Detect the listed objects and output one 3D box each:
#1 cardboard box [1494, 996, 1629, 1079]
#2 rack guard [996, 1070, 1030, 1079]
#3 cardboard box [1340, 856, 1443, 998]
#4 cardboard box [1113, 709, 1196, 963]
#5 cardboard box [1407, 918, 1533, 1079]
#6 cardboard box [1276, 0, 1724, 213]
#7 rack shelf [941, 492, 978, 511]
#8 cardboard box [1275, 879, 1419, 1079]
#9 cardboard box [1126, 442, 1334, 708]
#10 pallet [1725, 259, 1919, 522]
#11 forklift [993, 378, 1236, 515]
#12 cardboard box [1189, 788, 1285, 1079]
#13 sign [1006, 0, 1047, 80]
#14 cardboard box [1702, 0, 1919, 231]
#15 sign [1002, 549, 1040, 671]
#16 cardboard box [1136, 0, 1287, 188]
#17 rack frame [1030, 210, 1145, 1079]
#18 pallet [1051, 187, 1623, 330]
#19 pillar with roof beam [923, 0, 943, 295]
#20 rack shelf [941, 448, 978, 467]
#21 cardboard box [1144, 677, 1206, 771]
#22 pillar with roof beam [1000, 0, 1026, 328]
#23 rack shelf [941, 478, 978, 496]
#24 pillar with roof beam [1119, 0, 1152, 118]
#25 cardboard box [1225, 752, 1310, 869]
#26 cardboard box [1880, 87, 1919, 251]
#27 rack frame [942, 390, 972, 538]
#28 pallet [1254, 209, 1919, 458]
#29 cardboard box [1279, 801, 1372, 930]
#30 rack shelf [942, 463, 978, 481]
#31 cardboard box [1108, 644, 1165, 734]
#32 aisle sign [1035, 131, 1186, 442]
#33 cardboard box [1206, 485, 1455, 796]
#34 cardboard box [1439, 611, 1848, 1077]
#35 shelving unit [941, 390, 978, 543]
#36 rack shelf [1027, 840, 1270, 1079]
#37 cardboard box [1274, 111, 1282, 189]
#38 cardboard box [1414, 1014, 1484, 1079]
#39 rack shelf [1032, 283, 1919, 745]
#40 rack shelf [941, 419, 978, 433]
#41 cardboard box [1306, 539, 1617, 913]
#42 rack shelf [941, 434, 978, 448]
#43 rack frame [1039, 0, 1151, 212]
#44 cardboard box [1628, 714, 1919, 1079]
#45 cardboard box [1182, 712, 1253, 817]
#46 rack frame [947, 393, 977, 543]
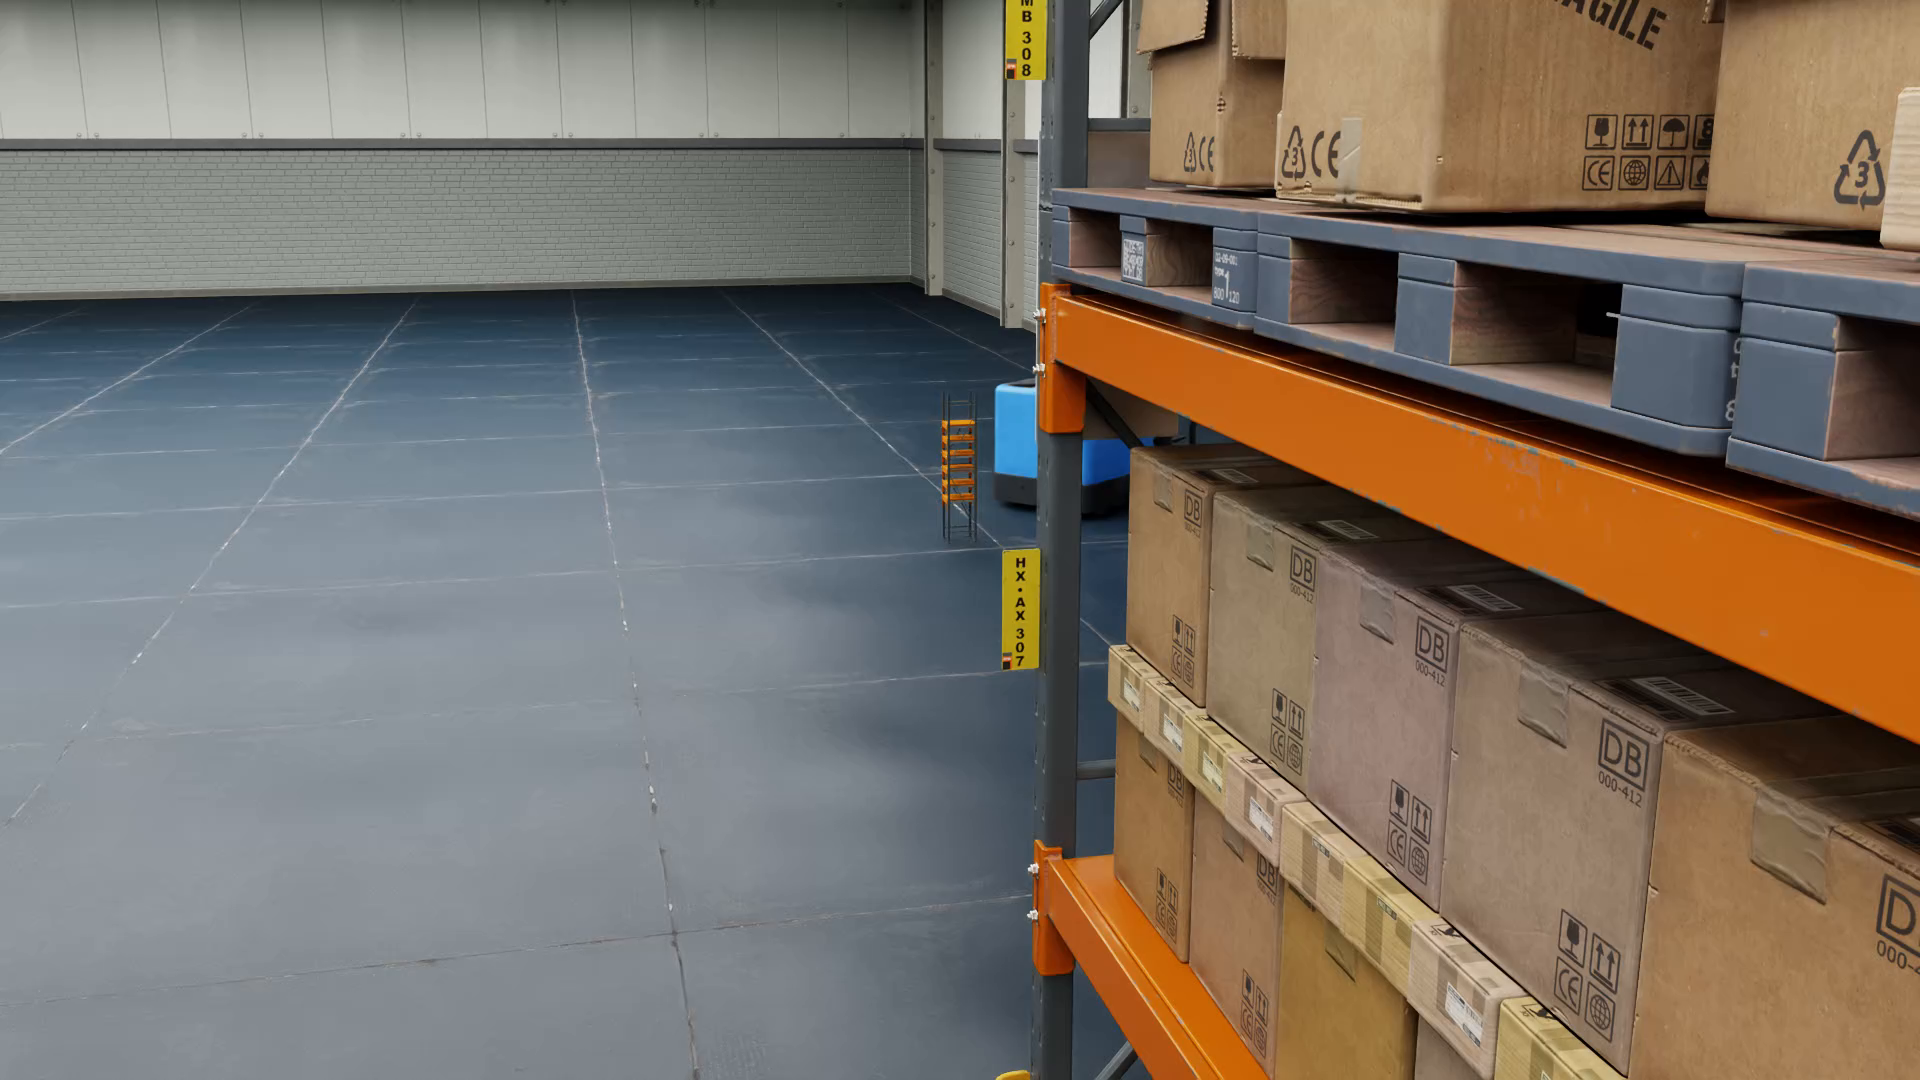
[{"bbox_3d":[1.006,0.767,2.389,0.380,0.149,0.250,-3,14,-11],"label":"cardboard box"},{"bbox_3d":[0.695,1.822,4.917,1.175,0.500,0.348,-3,14,-13],"label":"rack guard"},{"bbox_3d":[0.888,0.649,2.874,0.380,0.149,0.250,-3,14,-14],"label":"cardboard box"},{"bbox_3d":[0.798,0.673,4.142,0.700,0.500,0.500,-3,14,-13],"label":"cardboard box"},{"bbox_3d":[0.944,0.706,2.638,0.380,0.149,0.250,-3,14,-13],"label":"cardboard box"},{"bbox_3d":[0.825,-0.766,2.533,0.500,0.500,0.500,-3,14,-13],"label":"cardboard box"},{"bbox_3d":[-0.003,-0.310,13.366,0.258,0.103,0.180,-3,14,-13],"label":"rack shelf"},{"bbox_3d":[1.037,0.909,3.177,0.700,0.500,0.500,-3,14,-13],"label":"cardboard box"},{"bbox_3d":[0.810,0.055,3.938,0.700,0.500,0.500,-3,14,-13],"label":"cardboard box"},{"bbox_3d":[1.415,-0.074,1.275,1.003,0.211,1.213,-3,14,-13],"label":"pallet"},{"bbox_3d":[1.587,-1.929,15.147,1.130,2.935,3.031,10,17,36],"label":"forklift"},{"bbox_3d":[0.926,0.794,3.647,0.700,0.500,0.500,-3,14,-12],"label":"cardboard box"},{"bbox_3d":[0.160,-1.278,4.008,0.100,0.325,0.005,-3,14,-13],"label":"sign"},{"bbox_3d":[1.376,-0.630,1.970,0.797,0.503,0.637,-2,14,-7],"label":"cardboard box"},{"bbox_3d":[0.160,0.184,4.365,0.100,0.325,0.005,-3,14,-13],"label":"sign"},{"bbox_3d":[0.832,-1.034,3.619,0.797,0.503,0.637,-2,14,-9],"label":"cardboard box"},{"bbox_3d":[0.701,0.613,4.598,1.000,3.000,0.127,-3,14,-13],"label":"rack frame"},{"bbox_3d":[0.842,-0.637,3.579,1.003,0.211,1.213,-3,14,-13],"label":"pallet"},{"bbox_3d":[-4.710,-9.146,31.901,9.100,9.000,0.400,-3,14,-13],"label":"pillar with roof beam"},{"bbox_3d":[-0.003,-0.660,13.280,0.258,0.103,0.180,-3,14,-13],"label":"rack shelf"},{"bbox_3d":[0.648,0.413,3.841,0.380,0.149,0.250,-4,14,-15],"label":"cardboard box"},{"bbox_3d":[-3.301,-7.762,26.236,9.100,9.000,0.400,-3,14,-13],"label":"pillar with roof beam"},{"bbox_3d":[-0.003,-0.426,13.337,0.258,0.103,0.180,-3,14,-13],"label":"rack shelf"},{"bbox_3d":[-1.892,-6.378,20.570,9.100,9.000,0.400,-3,14,-13],"label":"pillar with roof beam"},{"bbox_3d":[0.763,0.529,3.366,0.380,0.149,0.250,-4,14,-14],"label":"cardboard box"},{"bbox_3d":[1.091,-0.334,1.505,0.380,0.149,0.250,-3,14,-13],"label":"cardboard box"},{"bbox_3d":[-0.025,-0.607,13.385,0.240,1.200,0.006,-3,14,-13],"label":"rack frame"},{"bbox_3d":[1.132,-0.355,2.424,1.003,0.211,1.213,-3,14,-13],"label":"pallet"},{"bbox_3d":[0.828,0.590,3.115,0.380,0.149,0.250,-4,14,-15],"label":"cardboard box"},{"bbox_3d":[-0.003,-0.543,13.309,0.258,0.103,0.180,-3,14,-13],"label":"rack shelf"},{"bbox_3d":[0.584,0.352,4.089,0.380,0.149,0.250,-3,14,-14],"label":"cardboard box"},{"bbox_3d":[0.388,-0.648,4.281,0.394,0.787,0.004,-3,14,-13],"label":"aisle sign"},{"bbox_3d":[0.939,0.176,3.443,0.700,0.500,0.500,-4,14,-15],"label":"cardboard box"},{"bbox_3d":[1.176,0.408,2.494,0.700,0.500,0.500,-3,14,-13],"label":"cardboard box"},{"bbox_3d":[-0.003,-0.586,13.298,0.258,1.200,0.189,-3,14,-13],"label":"shelving unit"},{"bbox_3d":[1.170,1.424,2.795,1.077,0.370,4.000,-3,14,-13],"label":"rack shelf"},{"bbox_3d":[0.806,-0.713,3.054,0.380,0.149,0.250,-3,14,-13],"label":"cardboard box"},{"bbox_3d":[1.164,1.030,2.681,0.700,0.500,0.500,-3,14,-11],"label":"cardboard box"},{"bbox_3d":[1.170,-0.033,2.439,1.077,0.370,4.000,-3,14,-13],"label":"rack shelf"},{"bbox_3d":[-0.003,-0.893,13.223,0.258,0.103,0.180,-3,14,-13],"label":"rack shelf"},{"bbox_3d":[1.058,0.292,2.967,0.700,0.500,0.500,-3,14,-13],"label":"cardboard box"},{"bbox_3d":[-0.003,-0.776,13.252,0.258,0.103,0.180,-3,14,-13],"label":"rack shelf"},{"bbox_3d":[0.701,-2.301,3.886,1.000,3.000,0.127,-3,14,-13],"label":"rack frame"},{"bbox_3d":[1.293,0.523,2.022,0.700,0.500,0.500,-3,14,-13],"label":"cardboard box"},{"bbox_3d":[0.705,0.470,3.605,0.380,0.149,0.250,-3,14,-13],"label":"cardboard box"},{"bbox_3d":[0.018,-0.565,13.212,0.240,1.200,0.006,-3,14,-13],"label":"rack frame"}]
